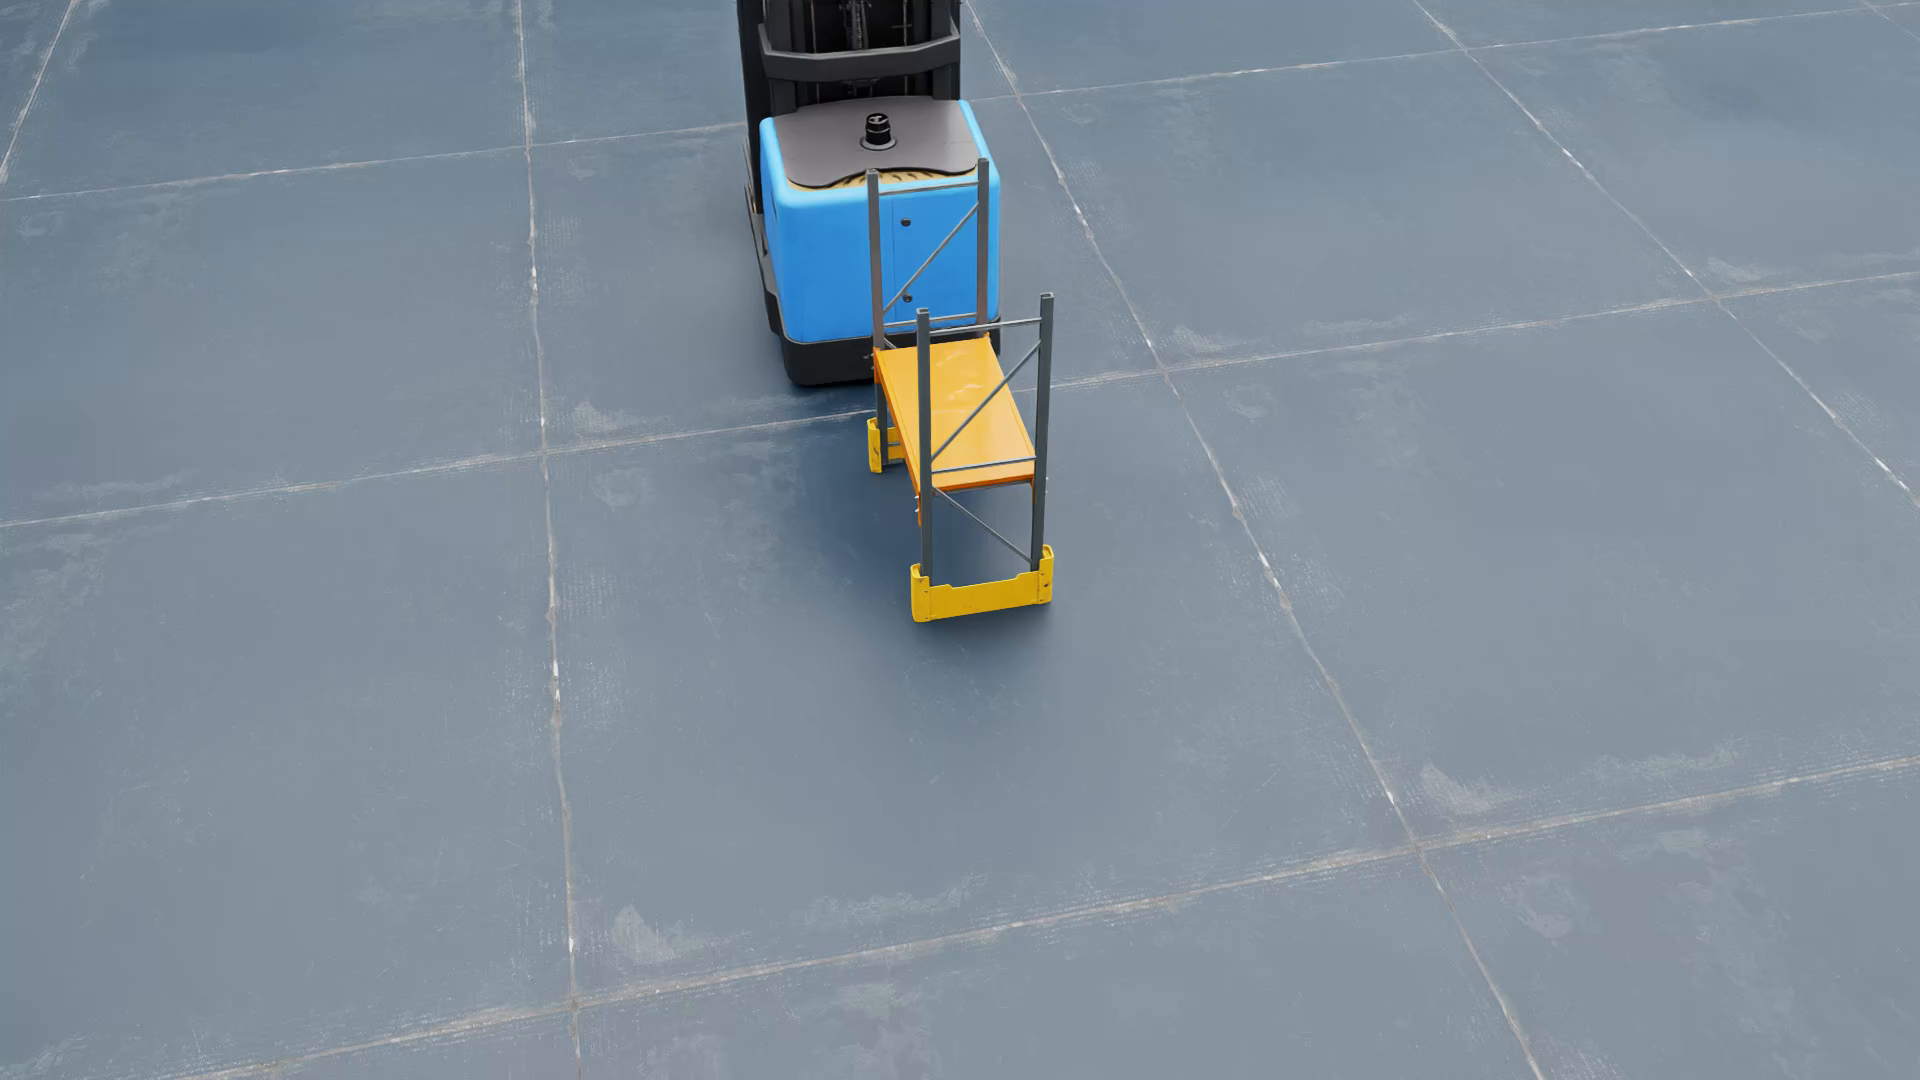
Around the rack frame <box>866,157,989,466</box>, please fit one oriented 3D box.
[{"bbox_3d":[-0.128,-0.946,7.186,0.500,1.500,0.032,-8,42,-9],"label":"rack frame"}]

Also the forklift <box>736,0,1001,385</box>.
[{"bbox_3d":[-0.589,-2.827,8.226,1.130,2.935,3.031,-7,42,-8],"label":"forklift"}]

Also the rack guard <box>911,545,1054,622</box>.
[{"bbox_3d":[0.091,0.180,6.859,0.587,0.250,0.087,-8,42,-9],"label":"rack guard"}]

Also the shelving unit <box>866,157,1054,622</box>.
[{"bbox_3d":[-0.016,-0.610,6.808,0.587,1.500,1.083,-8,42,-9],"label":"shelving unit"}]

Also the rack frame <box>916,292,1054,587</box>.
[{"bbox_3d":[0.091,-0.287,6.443,0.500,1.500,0.032,-8,42,-9],"label":"rack frame"}]

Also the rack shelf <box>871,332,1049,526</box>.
[{"bbox_3d":[-0.018,-0.482,6.934,0.538,0.185,1.000,-8,42,-9],"label":"rack shelf"}]

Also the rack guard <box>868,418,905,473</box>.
[{"bbox_3d":[-0.124,-0.466,7.586,0.587,0.250,0.087,-8,42,-9],"label":"rack guard"}]
